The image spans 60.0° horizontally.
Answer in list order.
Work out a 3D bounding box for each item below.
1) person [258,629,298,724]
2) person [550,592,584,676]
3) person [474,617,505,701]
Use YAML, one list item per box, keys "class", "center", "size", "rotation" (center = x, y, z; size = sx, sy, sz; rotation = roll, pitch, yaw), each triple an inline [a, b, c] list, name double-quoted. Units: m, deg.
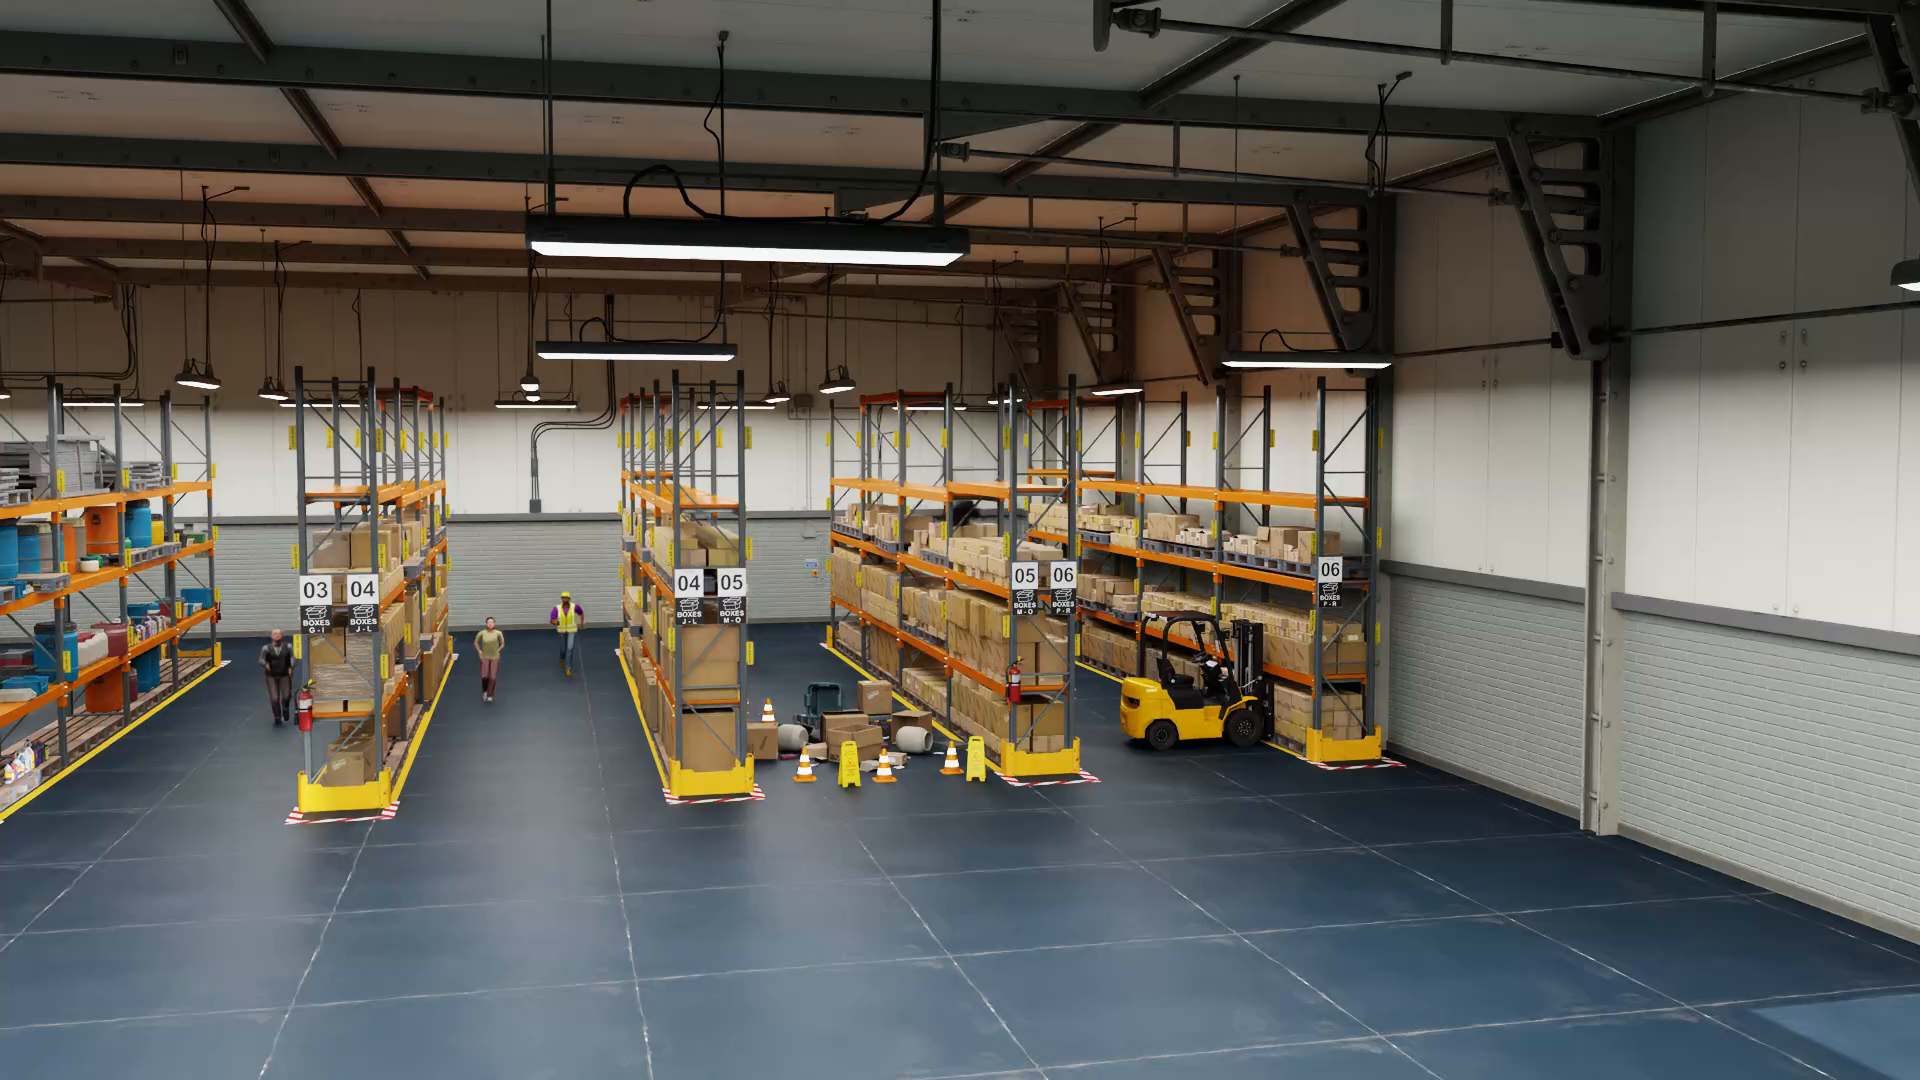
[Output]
- class: "person"
  center: [-11.994, 2.408, 29.281]
  size: [0.651, 1.675, 0.583]
  rotation: [-1, 4, -23]
- class: "person"
  center: [-8.441, 1.989, 35.727]
  size: [0.710, 1.771, 0.975]
  rotation: [-1, 3, -9]
- class: "person"
  center: [-8.979, 2.280, 31.771]
  size: [0.555, 1.628, 0.556]
  rotation: [-1, 4, -18]
